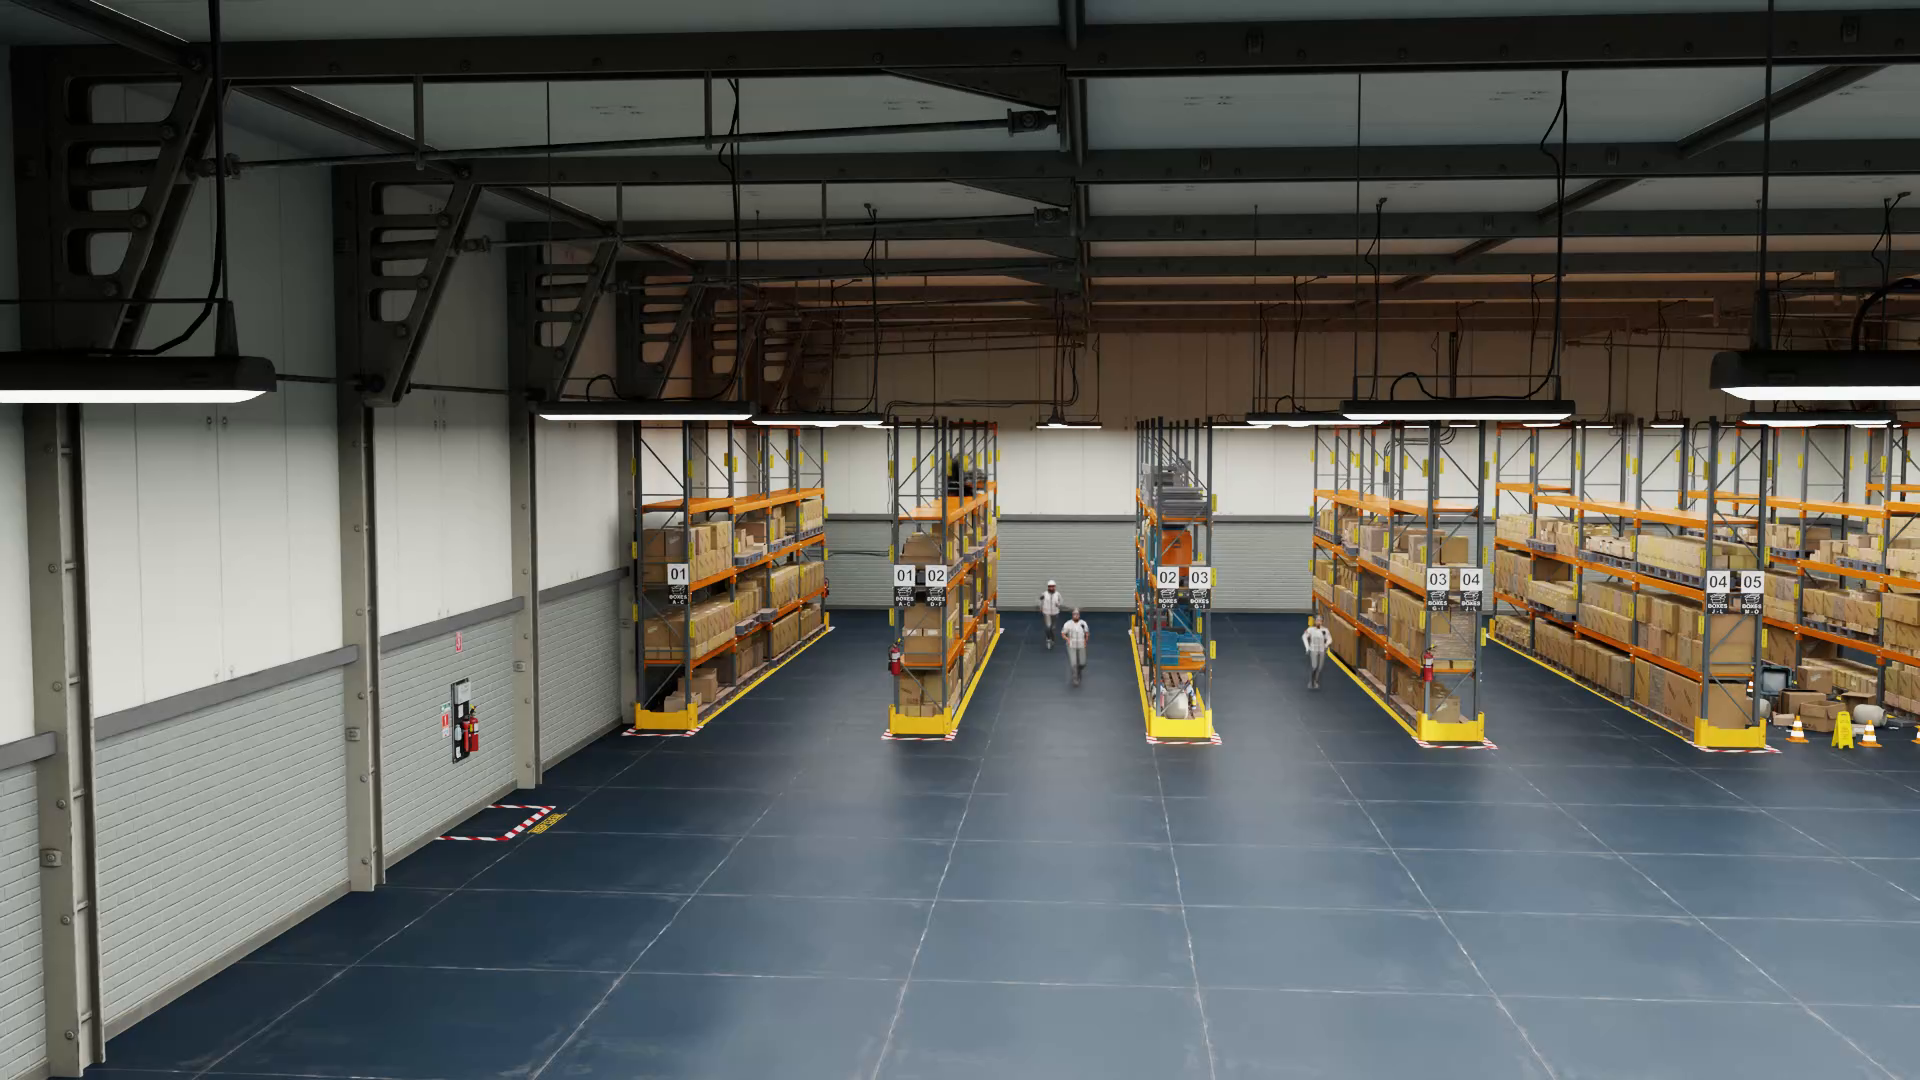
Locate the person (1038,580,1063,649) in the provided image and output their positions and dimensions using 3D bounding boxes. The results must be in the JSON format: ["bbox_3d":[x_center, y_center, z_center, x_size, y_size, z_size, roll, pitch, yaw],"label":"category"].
[{"bbox_3d":[2.407,1.972,43.984,0.621,1.825,0.834,-1,4,-8],"label":"person"}]

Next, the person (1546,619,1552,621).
[{"bbox_3d":[16.574,1.789,46.796,0.739,1.751,1.024,-1,4,-19],"label":"person"}]

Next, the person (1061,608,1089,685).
[{"bbox_3d":[2.628,2.396,37.630,0.659,1.732,0.622,0,4,-6],"label":"person"}]

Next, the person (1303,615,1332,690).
[{"bbox_3d":[7.925,2.483,36.774,0.617,1.673,0.628,0,4,1],"label":"person"}]
